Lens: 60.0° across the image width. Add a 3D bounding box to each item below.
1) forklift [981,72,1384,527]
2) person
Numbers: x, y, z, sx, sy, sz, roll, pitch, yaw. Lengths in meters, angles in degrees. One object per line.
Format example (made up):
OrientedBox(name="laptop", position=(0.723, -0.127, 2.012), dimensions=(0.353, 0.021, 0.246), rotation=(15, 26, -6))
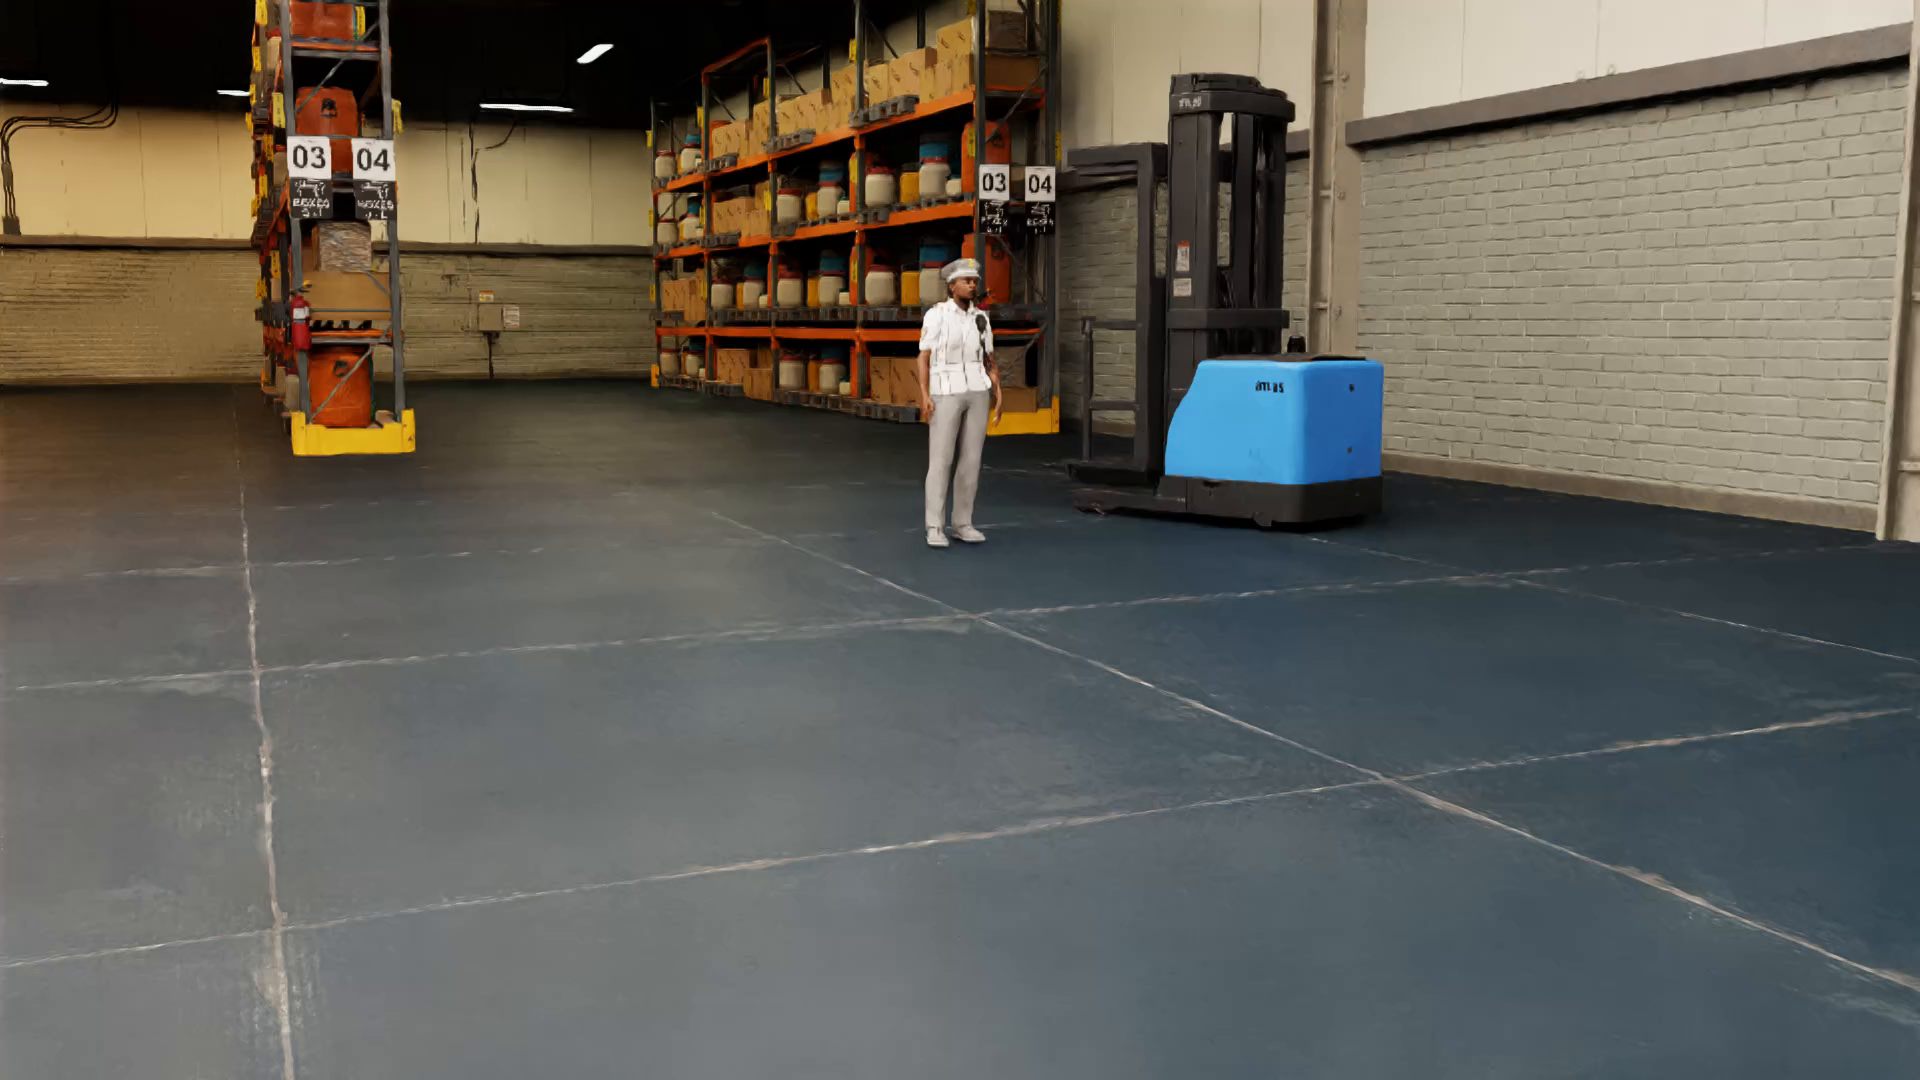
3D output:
OrientedBox(name="forklift", position=(1.431, -1.674, 11.637), dimensions=(1.130, 2.935, 3.031), rotation=(-7, 10, -43))
OrientedBox(name="person", position=(0.012, -0.838, 9.966), dimensions=(0.570, 1.695, 0.530), rotation=(-3, 8, -23))
